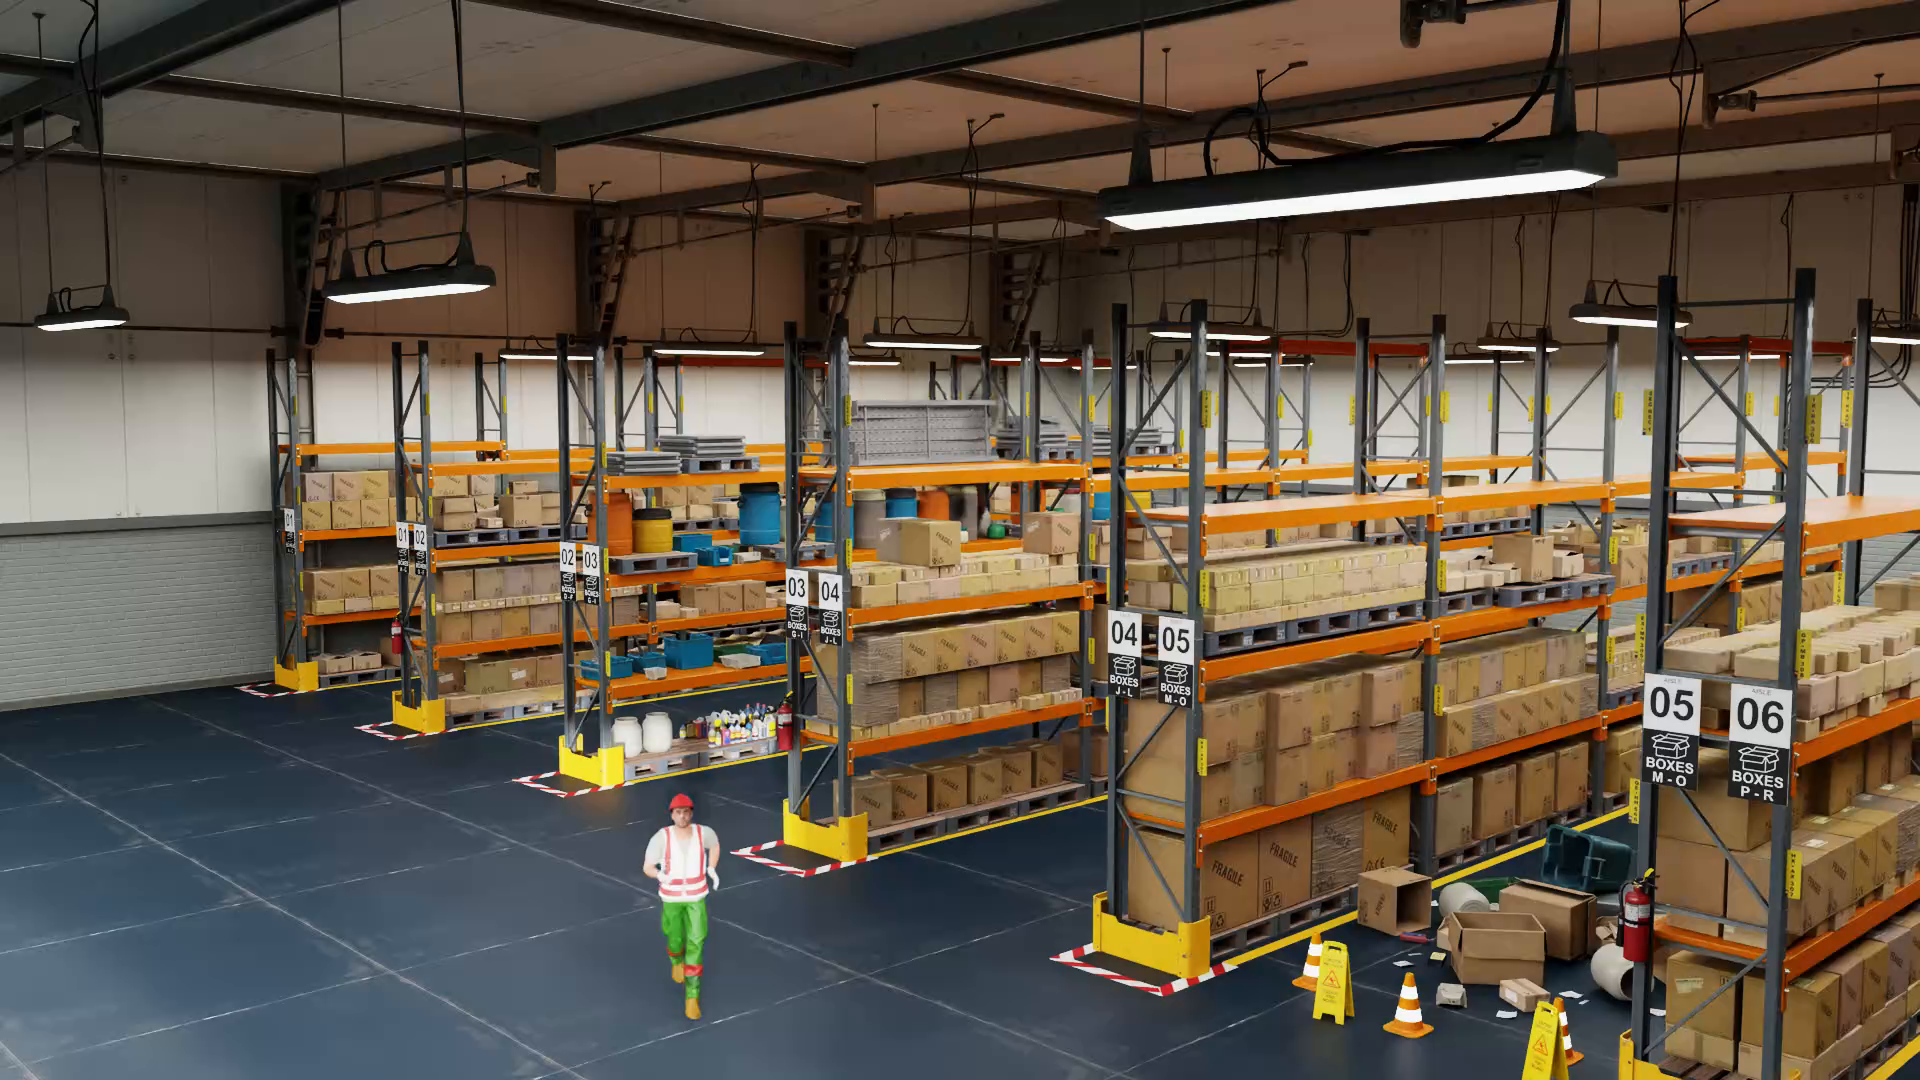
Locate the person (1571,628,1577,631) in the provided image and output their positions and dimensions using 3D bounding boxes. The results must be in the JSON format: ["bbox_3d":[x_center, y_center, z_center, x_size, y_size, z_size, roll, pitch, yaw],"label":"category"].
[{"bbox_3d":[9.038,2.172,24.450,0.729,1.787,1.006,4,6,40],"label":"person"}]

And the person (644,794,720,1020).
[{"bbox_3d":[-2.342,3.033,14.084,0.656,1.786,0.987,-1,5,-13],"label":"person"}]

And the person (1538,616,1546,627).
[{"bbox_3d":[9.221,2.028,26.638,0.593,1.713,0.639,4,6,39],"label":"person"}]
